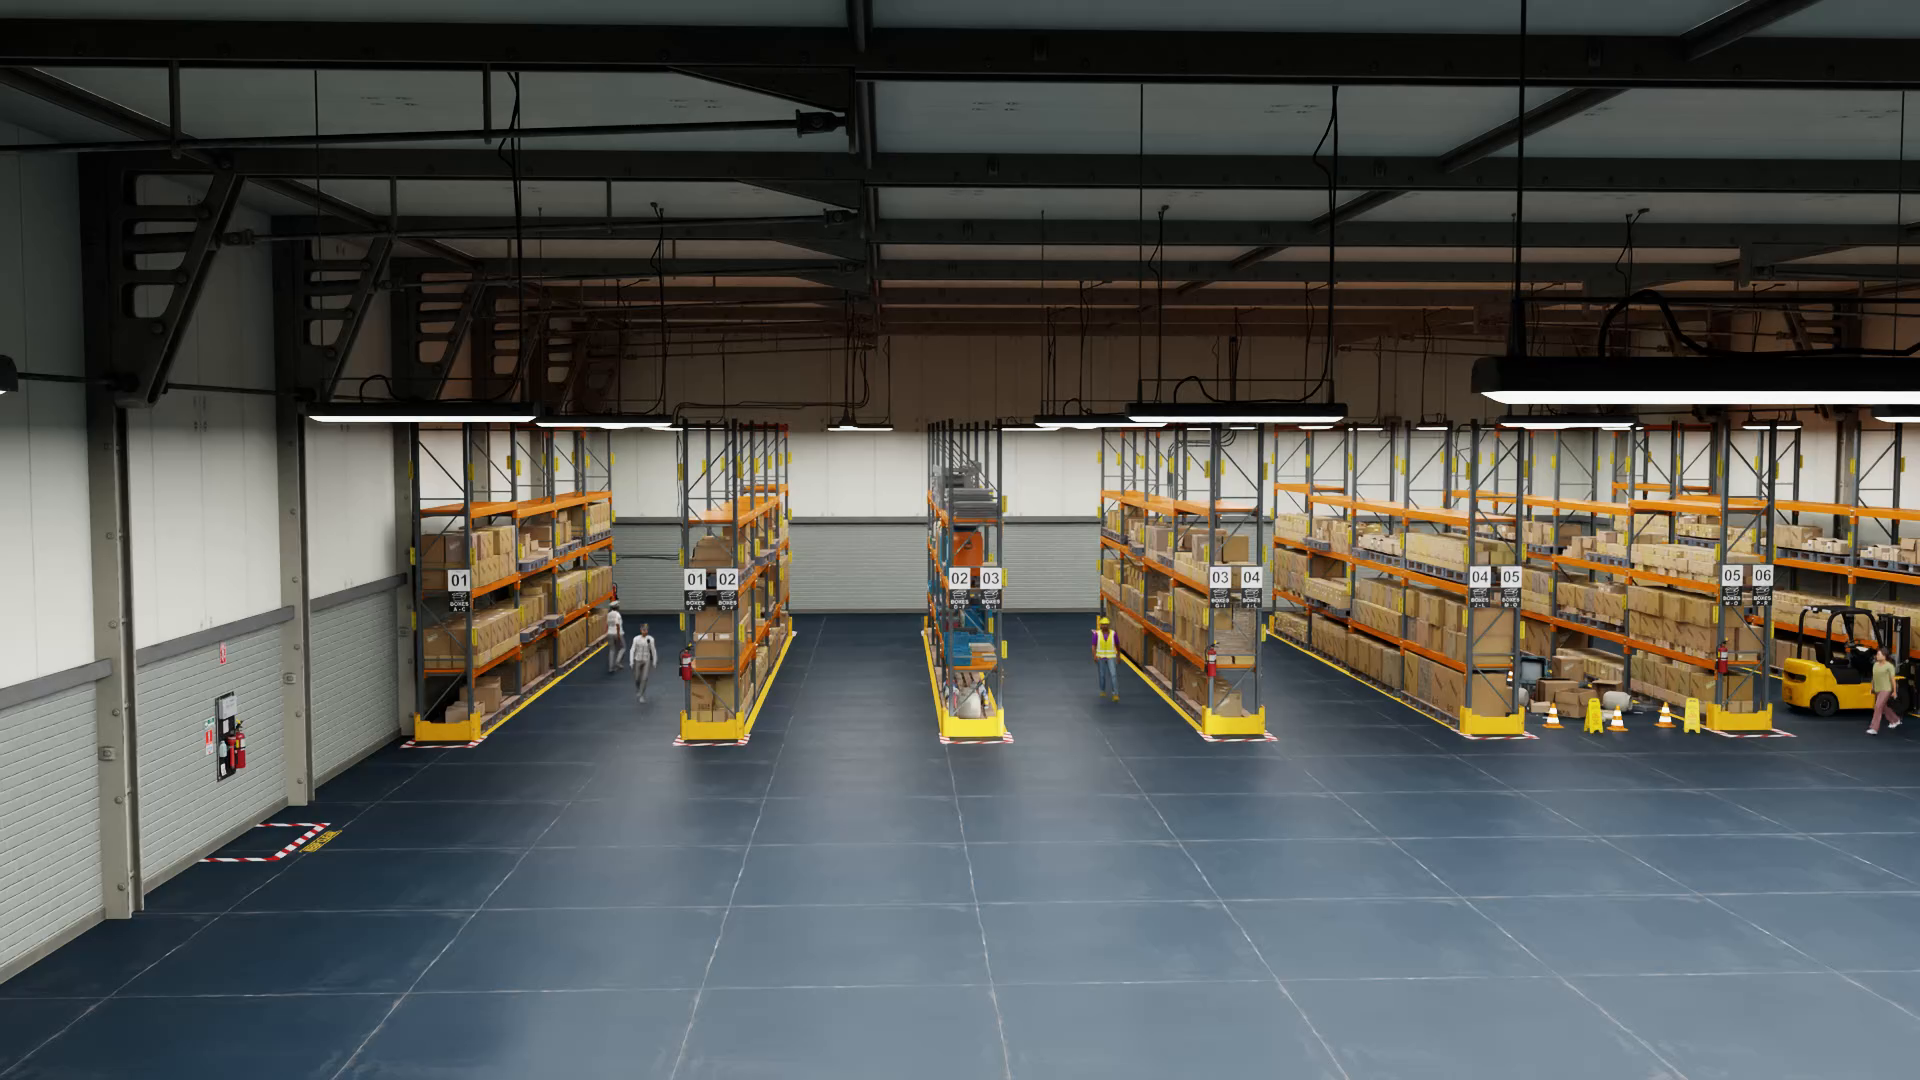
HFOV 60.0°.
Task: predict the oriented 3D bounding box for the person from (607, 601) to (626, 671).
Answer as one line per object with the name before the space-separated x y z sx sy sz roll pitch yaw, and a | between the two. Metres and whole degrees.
person | -8.319 2.305 40.115 0.478 1.670 0.505 1 4 14

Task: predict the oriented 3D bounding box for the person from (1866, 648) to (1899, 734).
person | 17.607 2.866 31.705 0.959 1.633 0.473 -2 4 -22

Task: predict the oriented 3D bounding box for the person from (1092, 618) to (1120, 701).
person | 3.148 2.547 35.730 0.646 1.738 0.813 1 4 12

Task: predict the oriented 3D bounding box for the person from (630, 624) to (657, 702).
person | -6.801 2.633 35.733 0.571 1.682 0.682 0 4 -8
